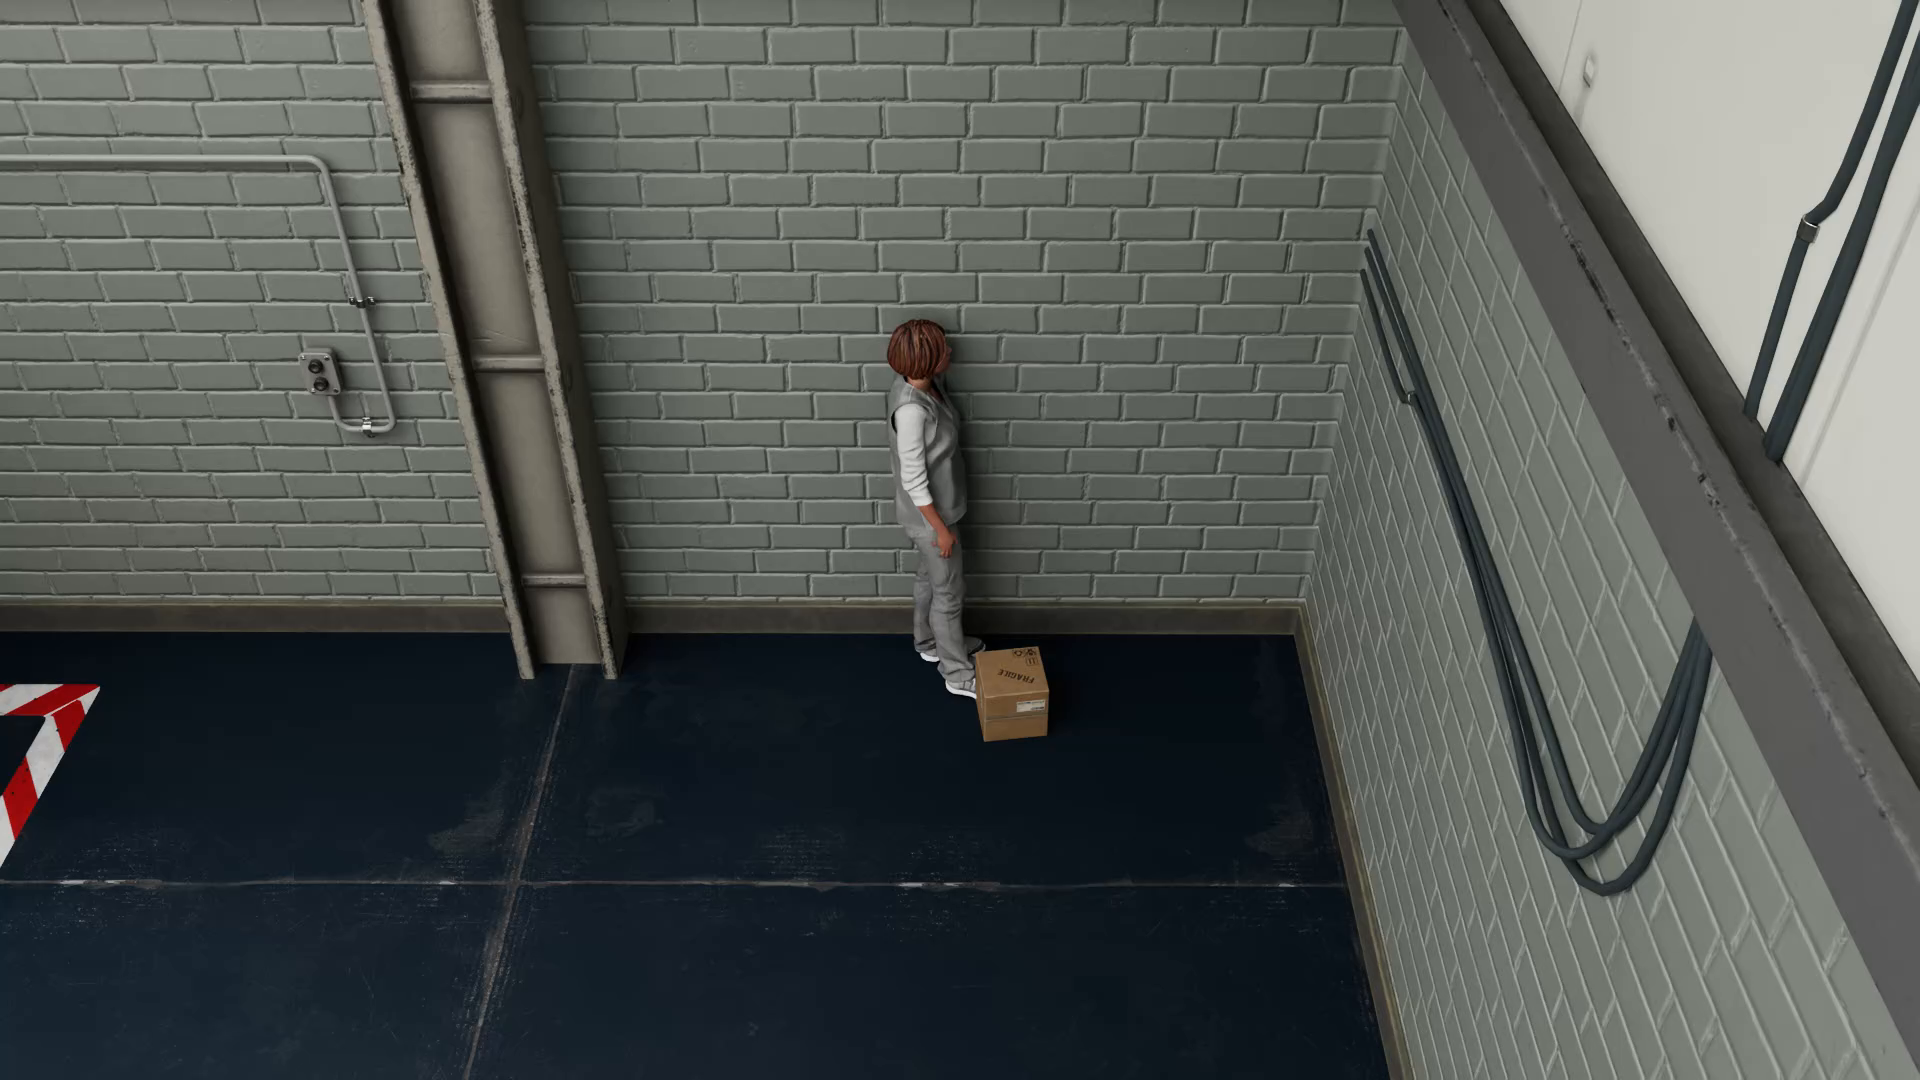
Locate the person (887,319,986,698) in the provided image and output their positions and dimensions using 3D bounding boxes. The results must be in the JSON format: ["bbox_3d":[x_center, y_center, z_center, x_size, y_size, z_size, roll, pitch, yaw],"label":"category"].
[{"bbox_3d":[-0.028,-0.124,6.297,0.472,1.600,0.521,0,40,0],"label":"person"}]
